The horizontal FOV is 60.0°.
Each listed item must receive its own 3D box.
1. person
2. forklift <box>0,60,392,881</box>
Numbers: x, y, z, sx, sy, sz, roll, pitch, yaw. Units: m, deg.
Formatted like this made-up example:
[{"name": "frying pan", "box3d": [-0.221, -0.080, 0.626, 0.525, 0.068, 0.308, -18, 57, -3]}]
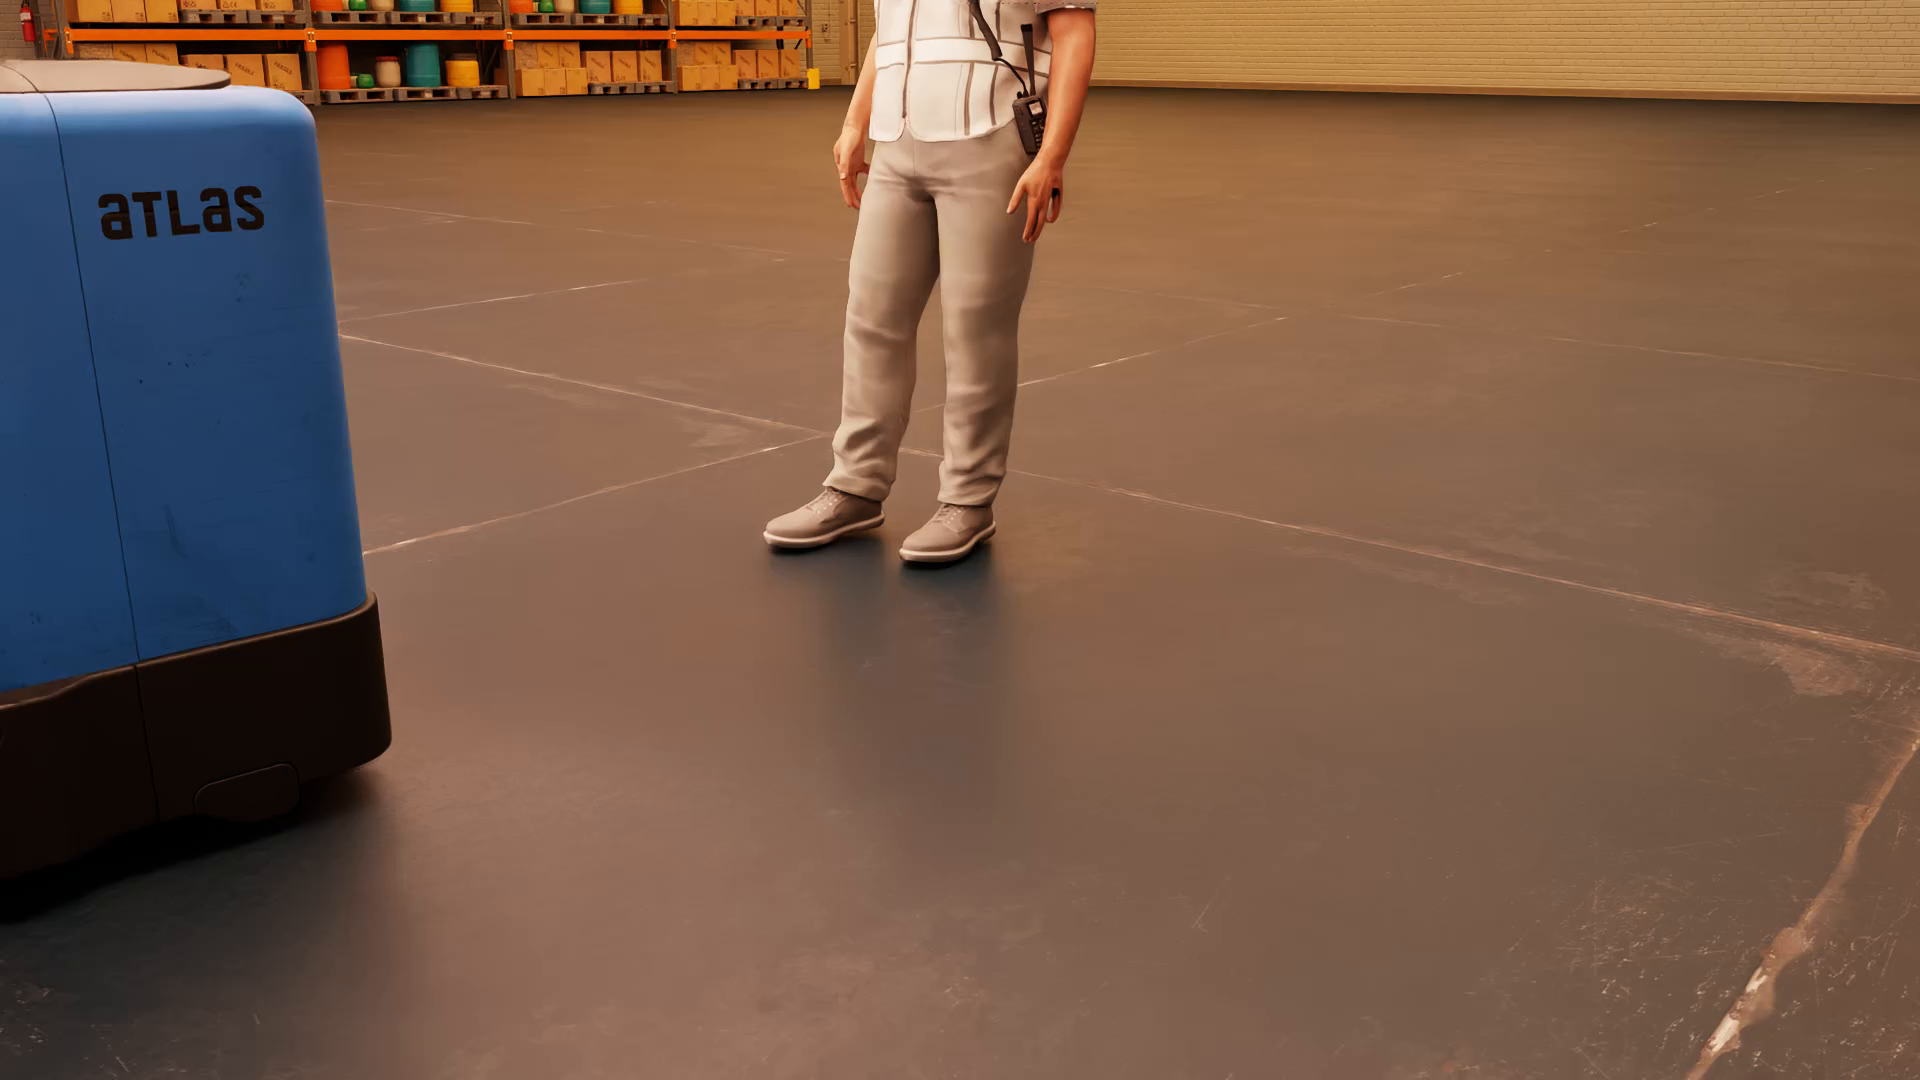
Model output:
[{"name": "person", "box3d": [-0.058, -0.844, 3.630, 0.641, 1.779, 0.574, 13, 21, 37]}, {"name": "forklift", "box3d": [-2.335, -0.824, 1.612, 3.031, 2.935, 1.130, -14, 22, -39]}]
